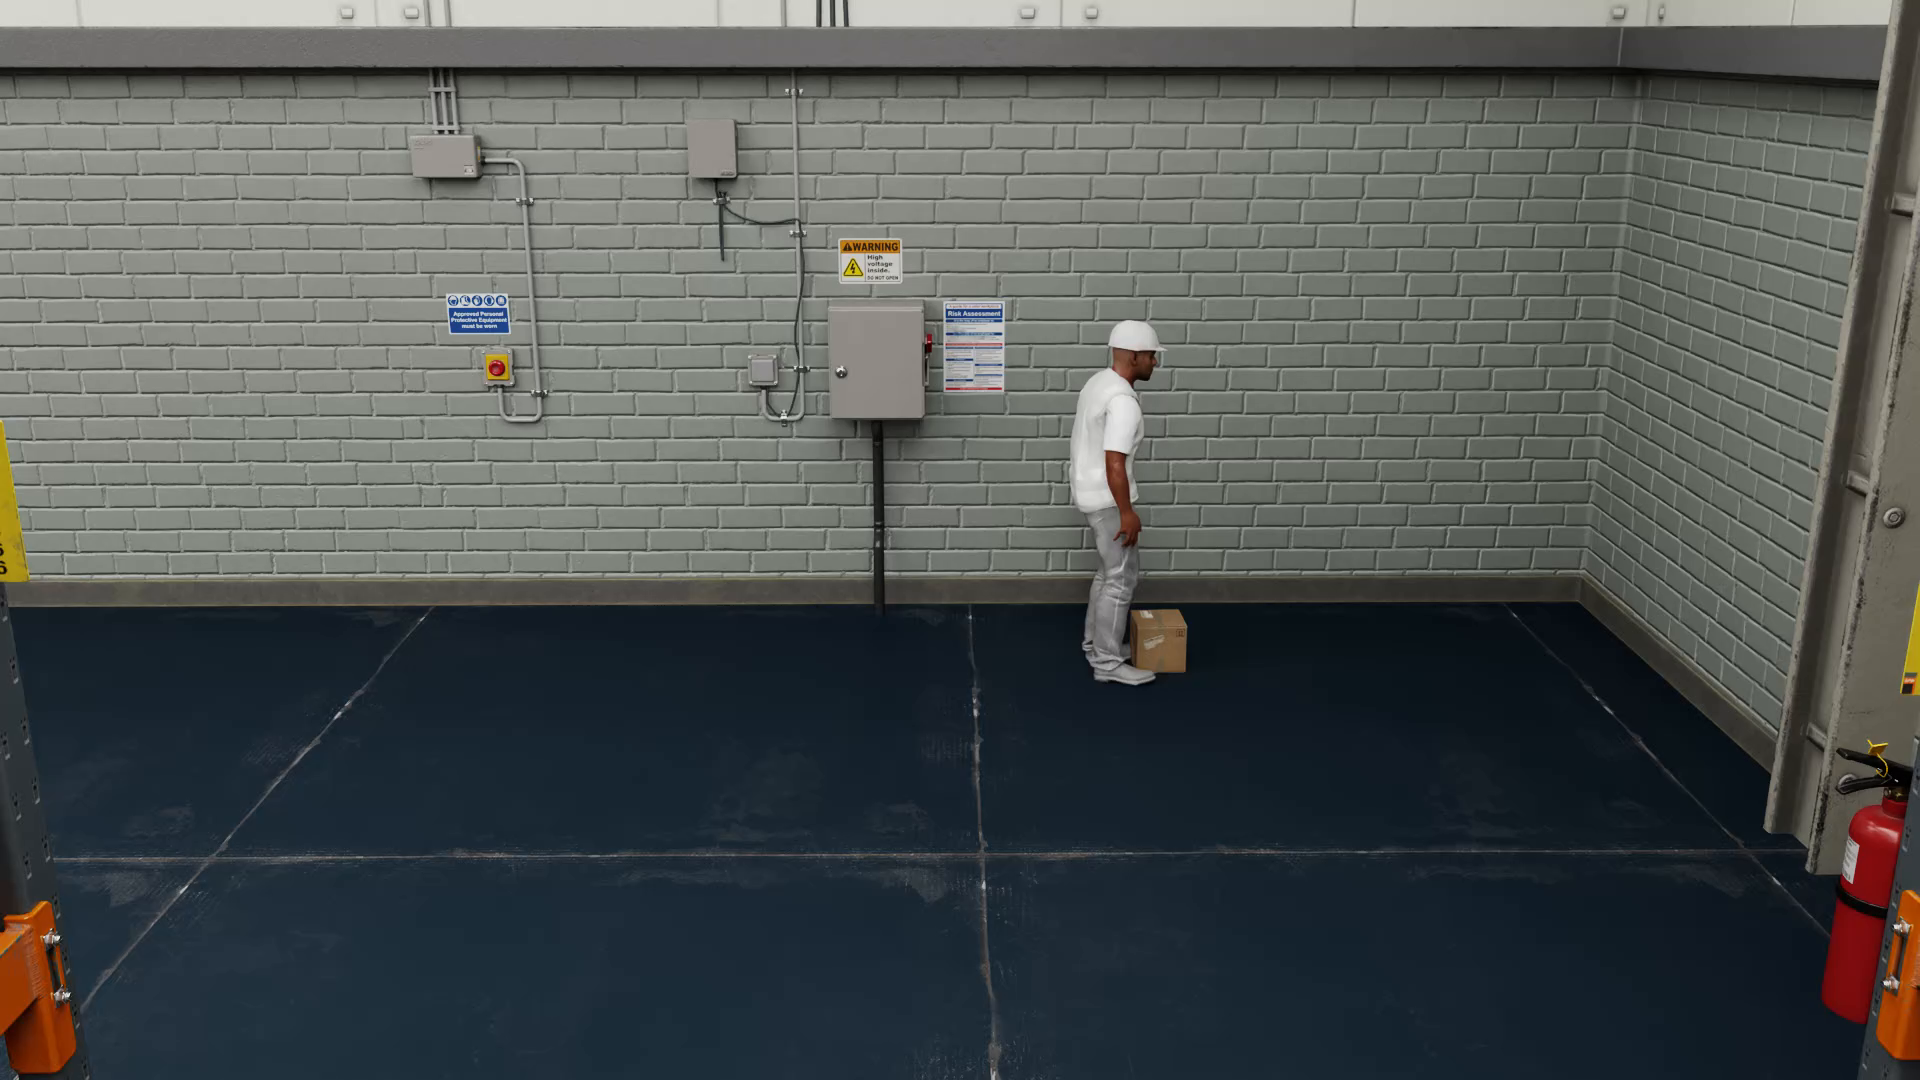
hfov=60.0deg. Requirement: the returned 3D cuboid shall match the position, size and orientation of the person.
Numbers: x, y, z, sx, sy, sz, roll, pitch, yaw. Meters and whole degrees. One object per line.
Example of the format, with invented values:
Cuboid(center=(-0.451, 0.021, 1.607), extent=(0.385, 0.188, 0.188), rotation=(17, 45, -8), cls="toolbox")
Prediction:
Cuboid(center=(0.771, -0.200, 8.170), extent=(0.461, 1.759, 0.629), rotation=(-1, 17, -4), cls="person")
